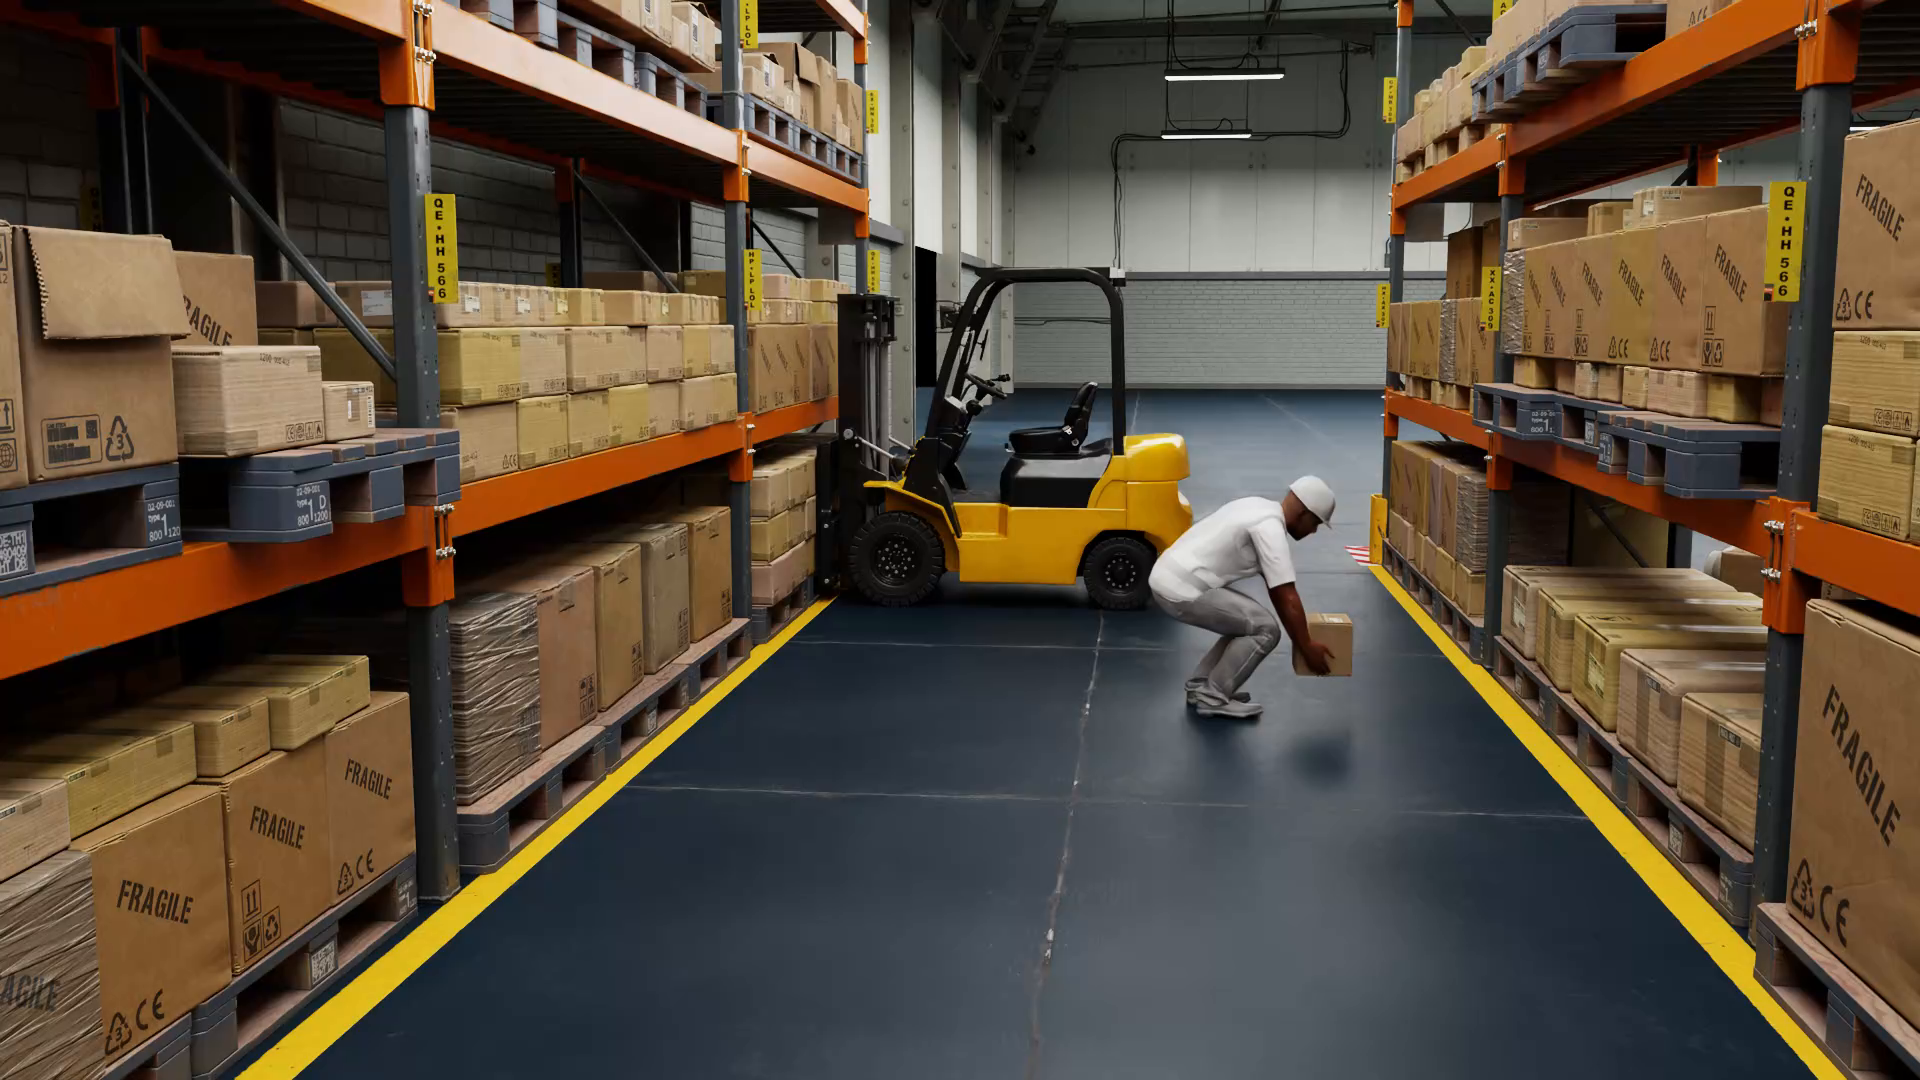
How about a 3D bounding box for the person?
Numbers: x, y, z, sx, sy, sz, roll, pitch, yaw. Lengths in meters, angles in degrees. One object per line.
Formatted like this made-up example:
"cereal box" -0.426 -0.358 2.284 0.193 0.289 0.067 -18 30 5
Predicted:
"person" 1.317 0.250 7.821 0.860 1.111 0.603 1 8 6
